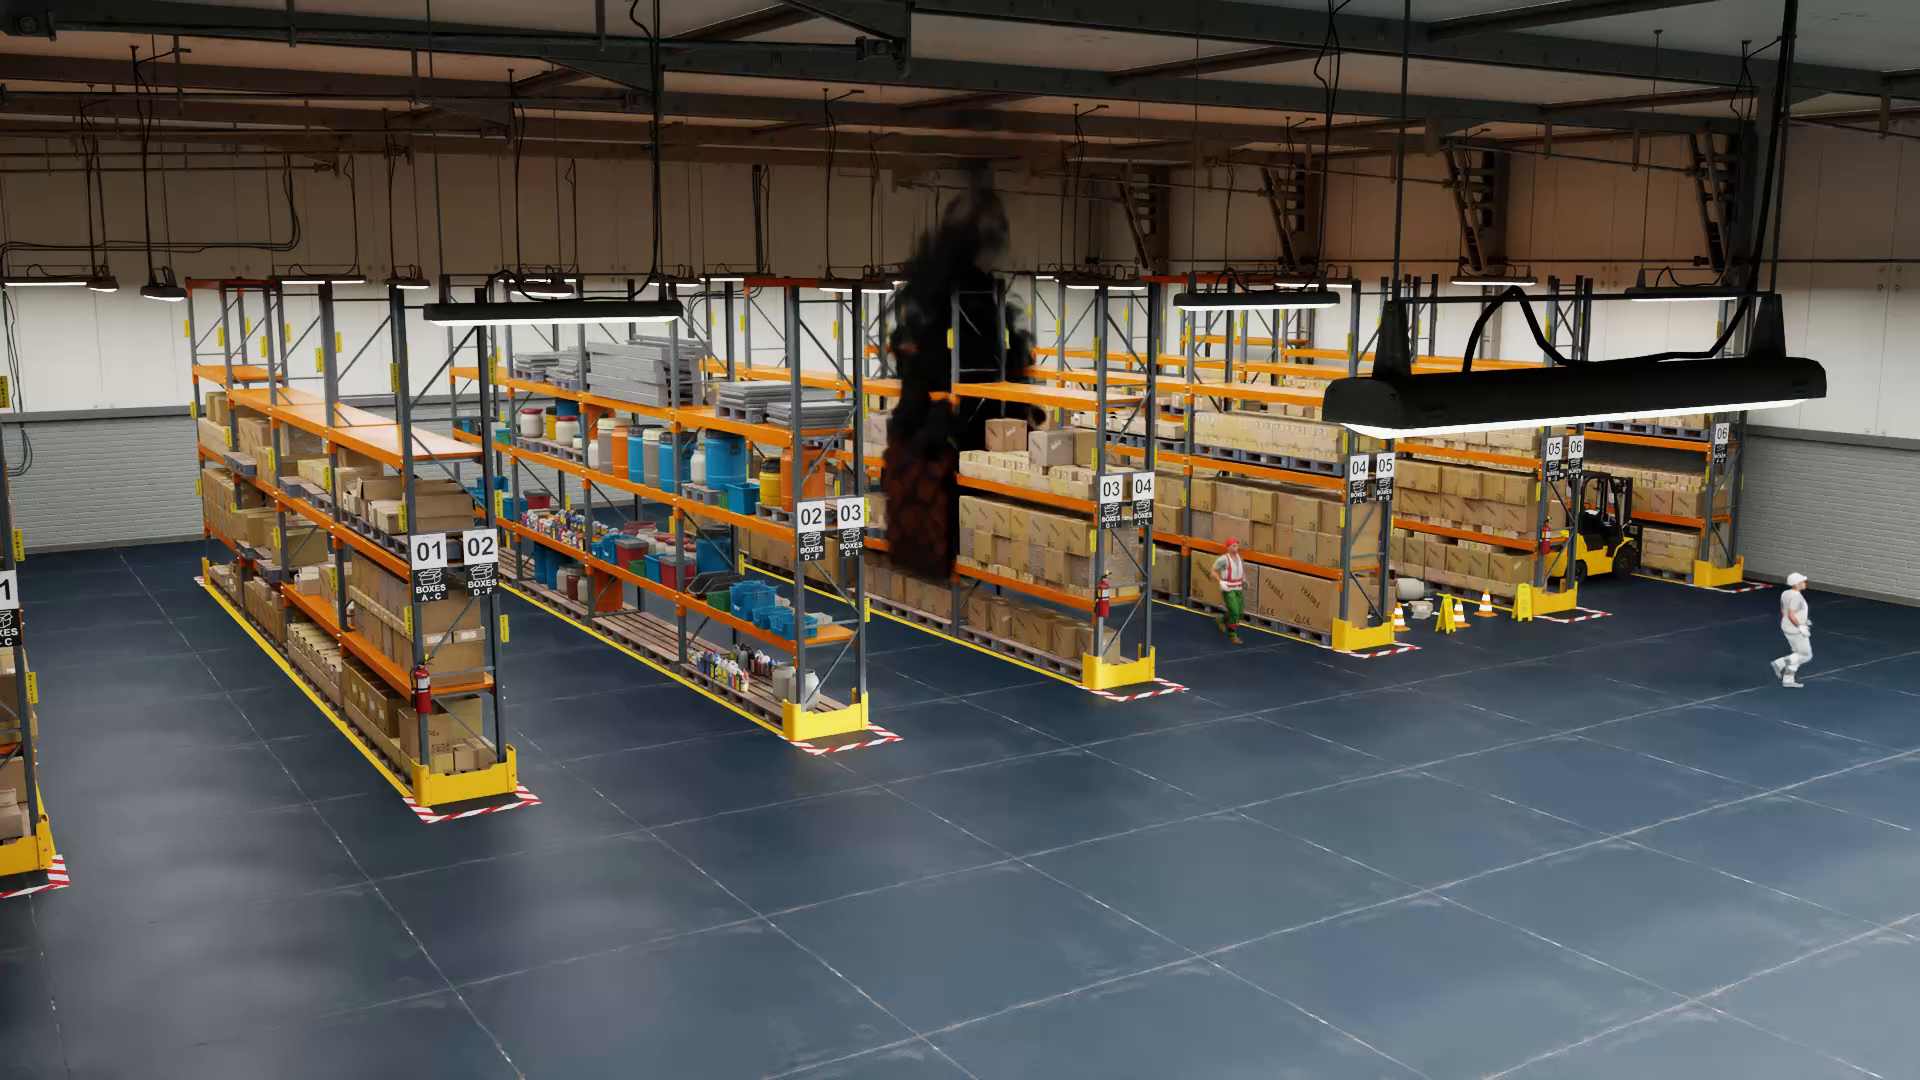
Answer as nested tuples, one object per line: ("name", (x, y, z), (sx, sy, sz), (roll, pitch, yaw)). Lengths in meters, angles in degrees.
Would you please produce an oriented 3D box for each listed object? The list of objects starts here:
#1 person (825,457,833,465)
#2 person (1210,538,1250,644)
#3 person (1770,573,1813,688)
("person", (-3.413, -1.319, 40.861), (0.805, 1.703, 0.681), (2, 10, 11))
("person", (4.490, 0.823, 27.827), (0.683, 1.759, 0.695), (-7, 12, -35))
("person", (12.413, 1.348, 24.789), (0.601, 1.738, 0.658), (2, 10, 9))
